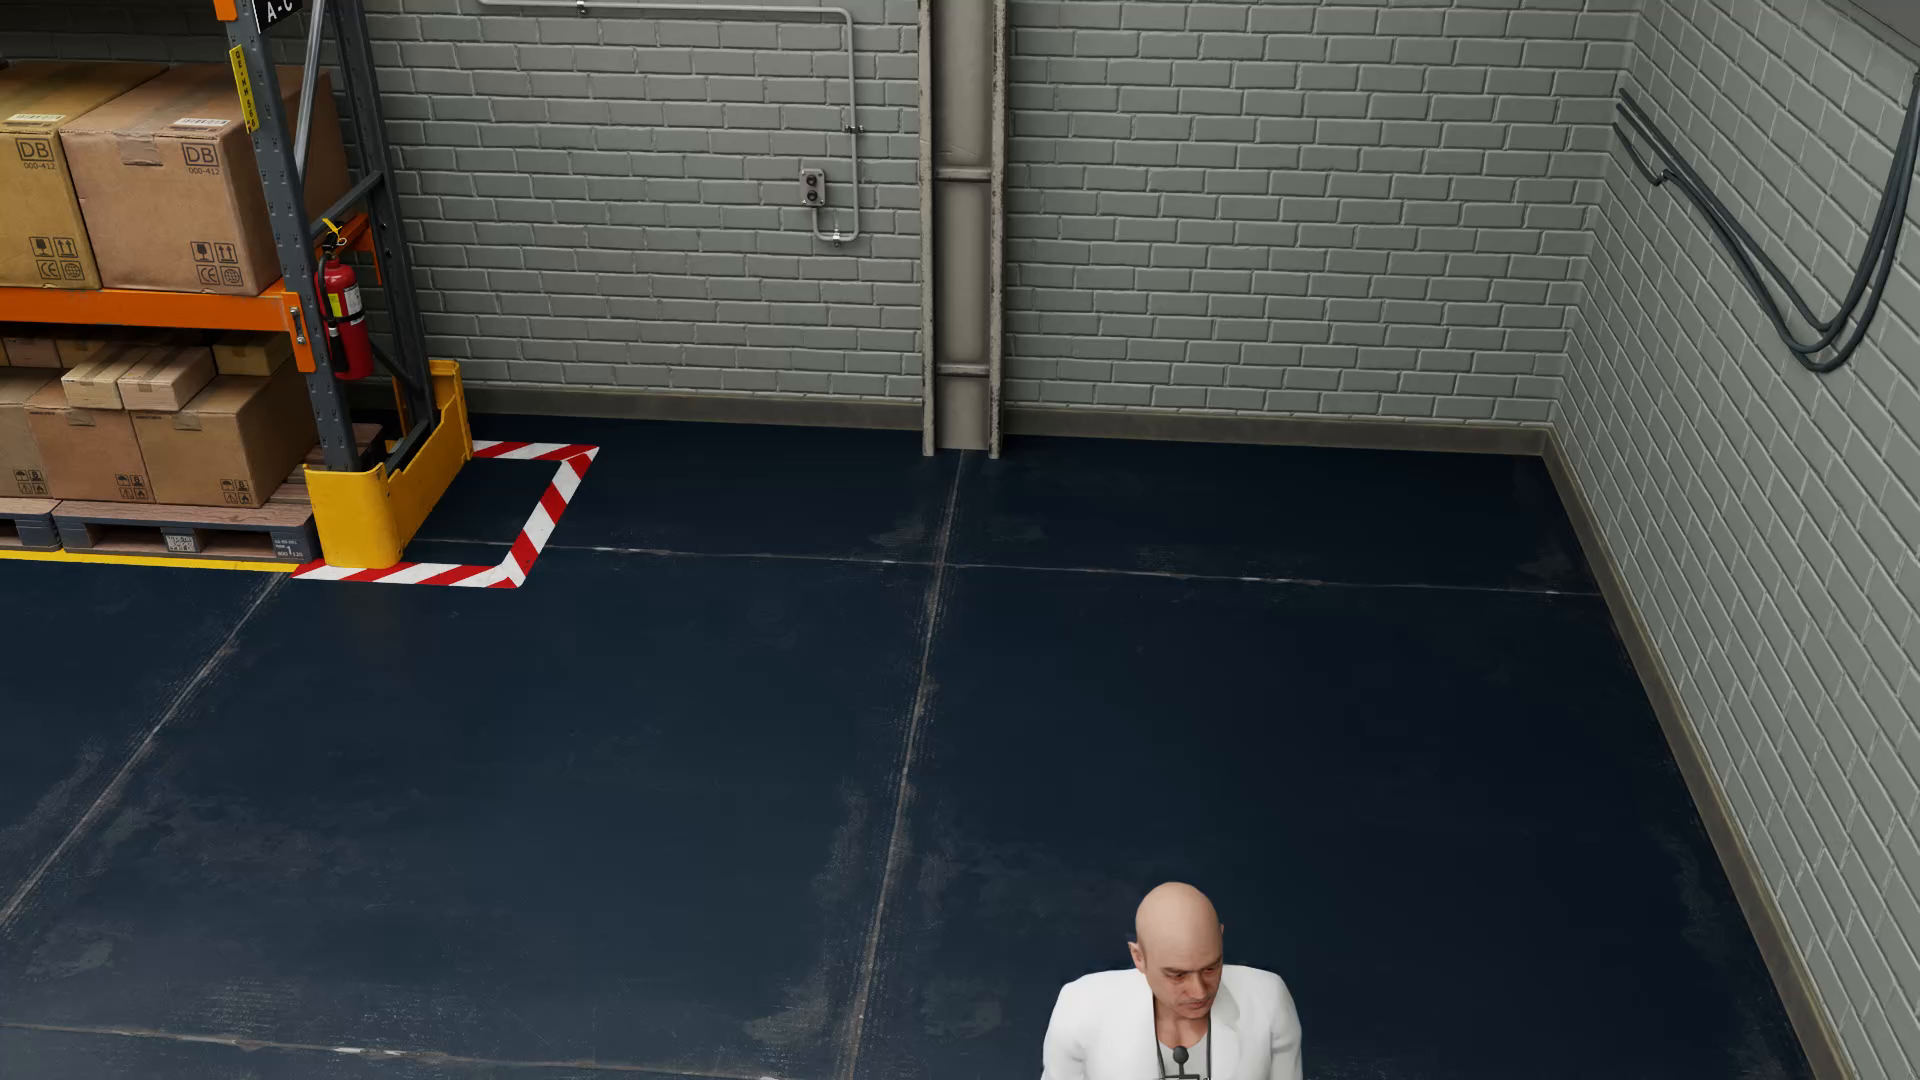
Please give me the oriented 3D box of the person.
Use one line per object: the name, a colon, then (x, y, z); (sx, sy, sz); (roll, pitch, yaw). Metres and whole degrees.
person: (0.457, 1.472, 3.801); (0.603, 1.670, 0.725); (-2, 32, -3)
